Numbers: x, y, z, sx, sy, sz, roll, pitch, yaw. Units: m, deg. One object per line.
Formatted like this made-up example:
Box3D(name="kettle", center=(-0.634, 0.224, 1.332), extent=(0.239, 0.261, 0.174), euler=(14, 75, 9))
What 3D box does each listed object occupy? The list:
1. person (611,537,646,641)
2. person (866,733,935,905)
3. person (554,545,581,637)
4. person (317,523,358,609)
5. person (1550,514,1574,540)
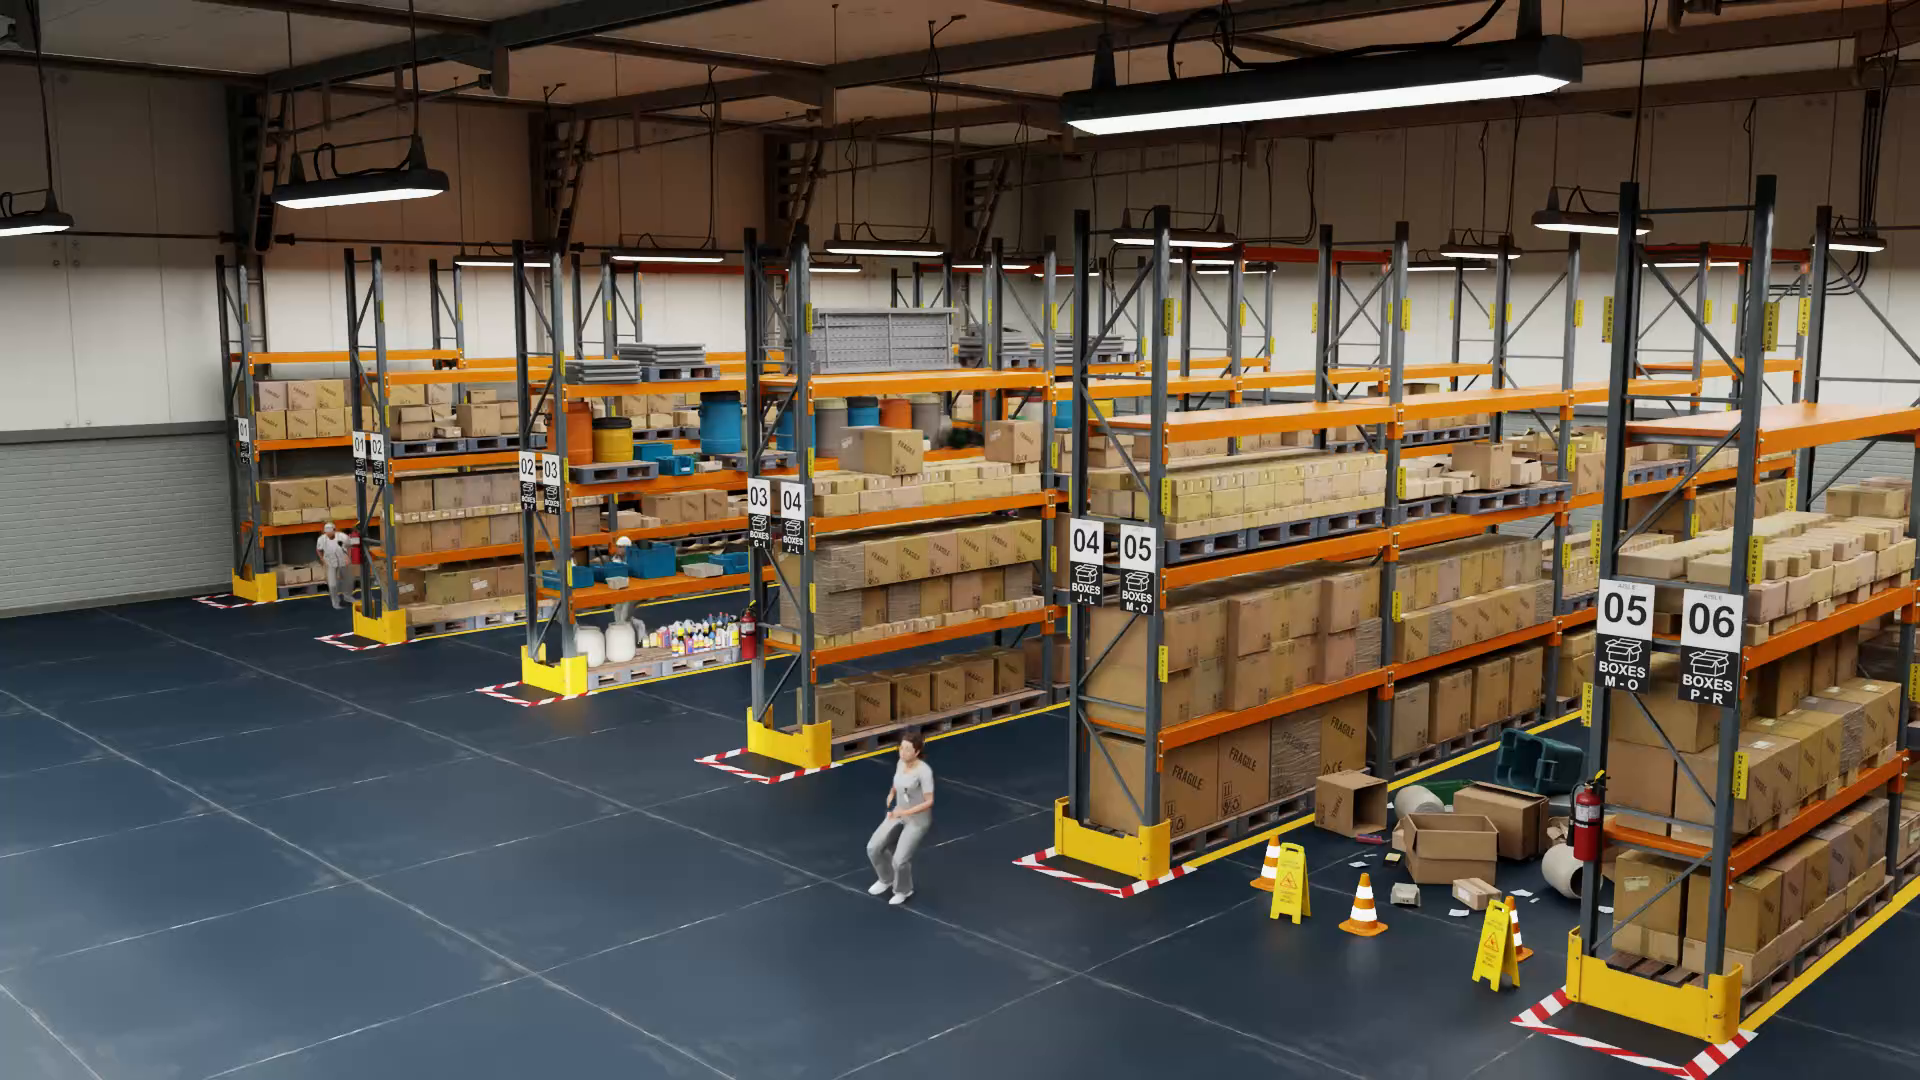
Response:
Box3D(name="person", center=(-4.966, 0.787, 25.040), extent=(0.652, 1.724, 0.608), euler=(5, 9, 30))
Box3D(name="person", center=(-0.504, 2.408, 14.233), extent=(0.736, 1.596, 0.610), euler=(6, 10, 36))
Box3D(name="person", center=(-5.824, 0.858, 24.760), extent=(0.485, 1.621, 0.671), euler=(-2, 8, -13))
Box3D(name="person", center=(-10.611, 0.415, 28.380), extent=(0.674, 1.526, 0.868), euler=(-5, 9, -29))
Box3D(name="person", center=(10.731, 0.218, 29.582), extent=(0.595, 1.543, 0.606), euler=(-7, 11, -40))
